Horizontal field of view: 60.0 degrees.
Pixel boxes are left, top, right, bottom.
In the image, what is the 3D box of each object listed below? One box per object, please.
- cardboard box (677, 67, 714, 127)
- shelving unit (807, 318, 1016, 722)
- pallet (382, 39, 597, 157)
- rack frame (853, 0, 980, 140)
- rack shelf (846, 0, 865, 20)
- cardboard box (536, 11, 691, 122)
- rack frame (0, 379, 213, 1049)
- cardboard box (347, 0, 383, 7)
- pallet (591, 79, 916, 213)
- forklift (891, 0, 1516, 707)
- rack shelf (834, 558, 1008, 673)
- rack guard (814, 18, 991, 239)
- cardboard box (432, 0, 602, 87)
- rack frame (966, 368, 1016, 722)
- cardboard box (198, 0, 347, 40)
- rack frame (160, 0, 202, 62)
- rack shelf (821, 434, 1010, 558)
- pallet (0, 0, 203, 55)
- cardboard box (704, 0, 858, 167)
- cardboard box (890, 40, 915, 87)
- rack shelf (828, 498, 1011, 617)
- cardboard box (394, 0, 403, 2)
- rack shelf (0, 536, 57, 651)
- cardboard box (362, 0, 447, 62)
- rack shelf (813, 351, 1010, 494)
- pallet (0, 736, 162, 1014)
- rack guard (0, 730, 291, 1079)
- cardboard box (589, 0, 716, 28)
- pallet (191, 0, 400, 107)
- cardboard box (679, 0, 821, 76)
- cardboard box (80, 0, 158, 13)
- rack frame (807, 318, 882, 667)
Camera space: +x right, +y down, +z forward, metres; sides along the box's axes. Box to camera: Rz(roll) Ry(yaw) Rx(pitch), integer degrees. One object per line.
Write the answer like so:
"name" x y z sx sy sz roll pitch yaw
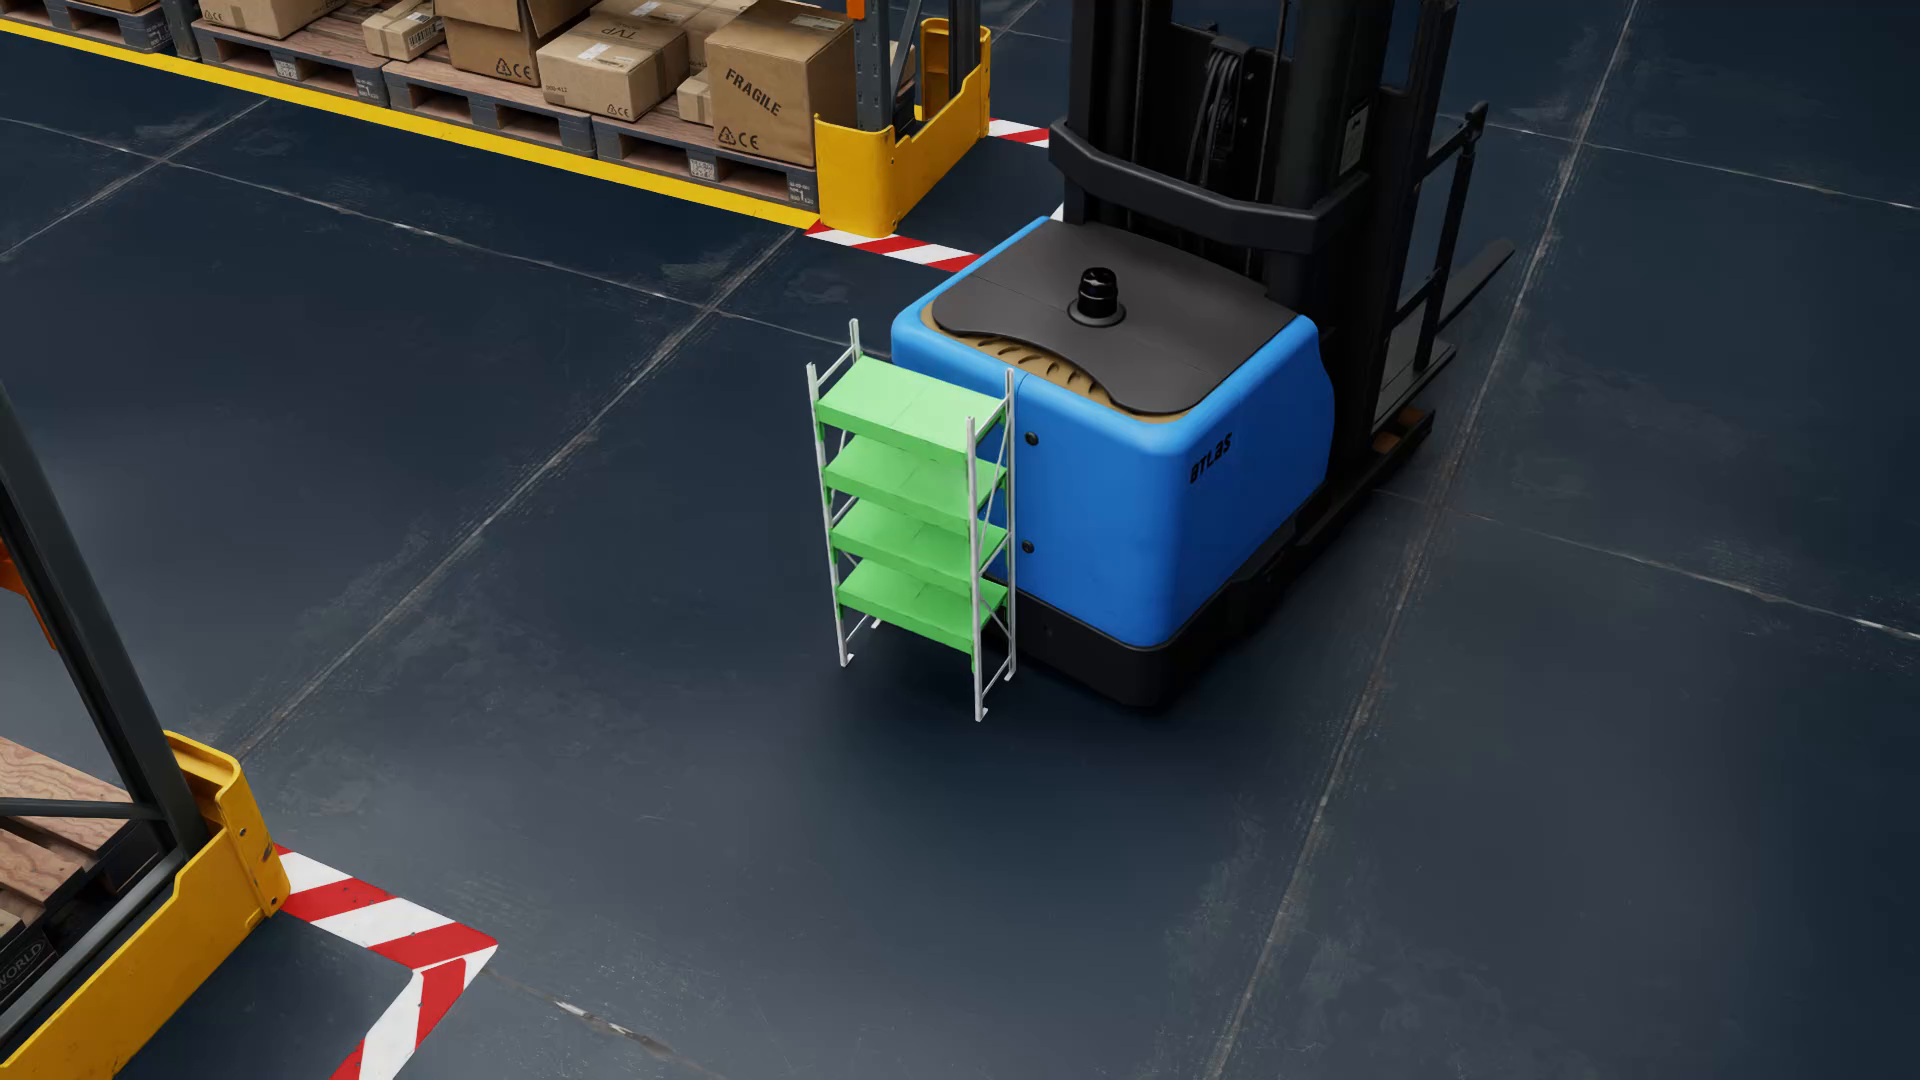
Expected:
"cardboard box" -1.096 -2.076 7.682 0.250 0.166 0.380 17 44 19
"shelving unit" -0.117 -0.027 4.855 0.503 1.200 0.258 20 48 22
"pallet" -2.064 -2.336 8.285 1.213 0.211 1.003 17 44 19
"rack frame" -0.171 -2.810 6.702 0.127 3.000 1.000 17 44 19
"rack shelf" -1.983 -3.092 7.577 4.000 0.370 1.077 17 44 19
"cardboard box" -1.616 -2.223 7.788 0.500 0.250 0.500 17 44 19
"rack frame" -2.268 0.129 3.311 0.127 3.000 1.000 17 44 19
"cardboard box" -3.159 -3.150 8.667 0.500 0.500 0.500 17 44 19
"pallet" -0.962 -1.998 7.894 1.213 0.211 1.003 17 44 19
"forklift" 1.084 -1.511 5.255 1.130 2.935 3.031 27 48 28
"rack shelf" -0.109 0.192 5.065 0.480 0.148 0.258 20 48 22
"rack guard" -0.239 -1.887 7.545 0.348 0.500 1.175 17 44 19
"cardboard box" -2.091 -2.624 8.057 0.637 0.503 0.797 17 44 19
"rack frame" 0.096 0.050 4.765 0.015 1.200 0.240 20 48 22
"cardboard box" -3.506 -2.824 8.434 0.500 0.311 0.500 17 44 19
"rack frame" -3.795 -3.918 7.980 0.127 3.000 1.000 17 44 19
"rack shelf" -0.122 -0.155 4.733 0.480 0.148 0.258 20 48 22
"pallet" -4.549 -3.067 9.127 1.213 0.211 1.003 17 44 19
"cardboard box" -0.767 -2.036 7.382 0.500 0.500 0.500 17 44 19
"cardboard box" -0.405 -2.219 7.861 0.250 0.149 0.380 17 44 19
"rack shelf" -0.115 0.019 4.899 0.480 0.148 0.258 20 48 22
"cardboard box" -2.794 -2.949 8.703 0.250 0.149 0.380 17 44 19
"rack shelf" -4.081 -0.153 4.186 4.000 0.370 1.077 17 44 19
"cardboard box" -2.718 -2.535 8.212 0.250 0.166 0.380 17 44 19
"rack shelf" -0.129 -0.328 4.567 0.480 0.148 0.258 20 48 22
"pallet" -2.999 0.931 4.515 1.213 0.211 1.003 17 44 19
"rack guard" -2.241 1.072 4.131 0.348 0.500 1.175 17 44 19
"cardboard box" -1.450 -2.533 8.146 0.500 0.250 0.500 17 44 19
"pallet" -3.173 -2.673 8.673 1.213 0.211 1.003 17 44 19
"cardboard box" -0.996 -2.395 7.986 0.500 0.250 0.500 17 44 19
"cardboard box" -4.364 -3.106 8.616 0.500 0.500 0.500 17 44 18
"rack frame" -0.331 -0.105 4.944 0.015 1.200 0.240 20 48 22
